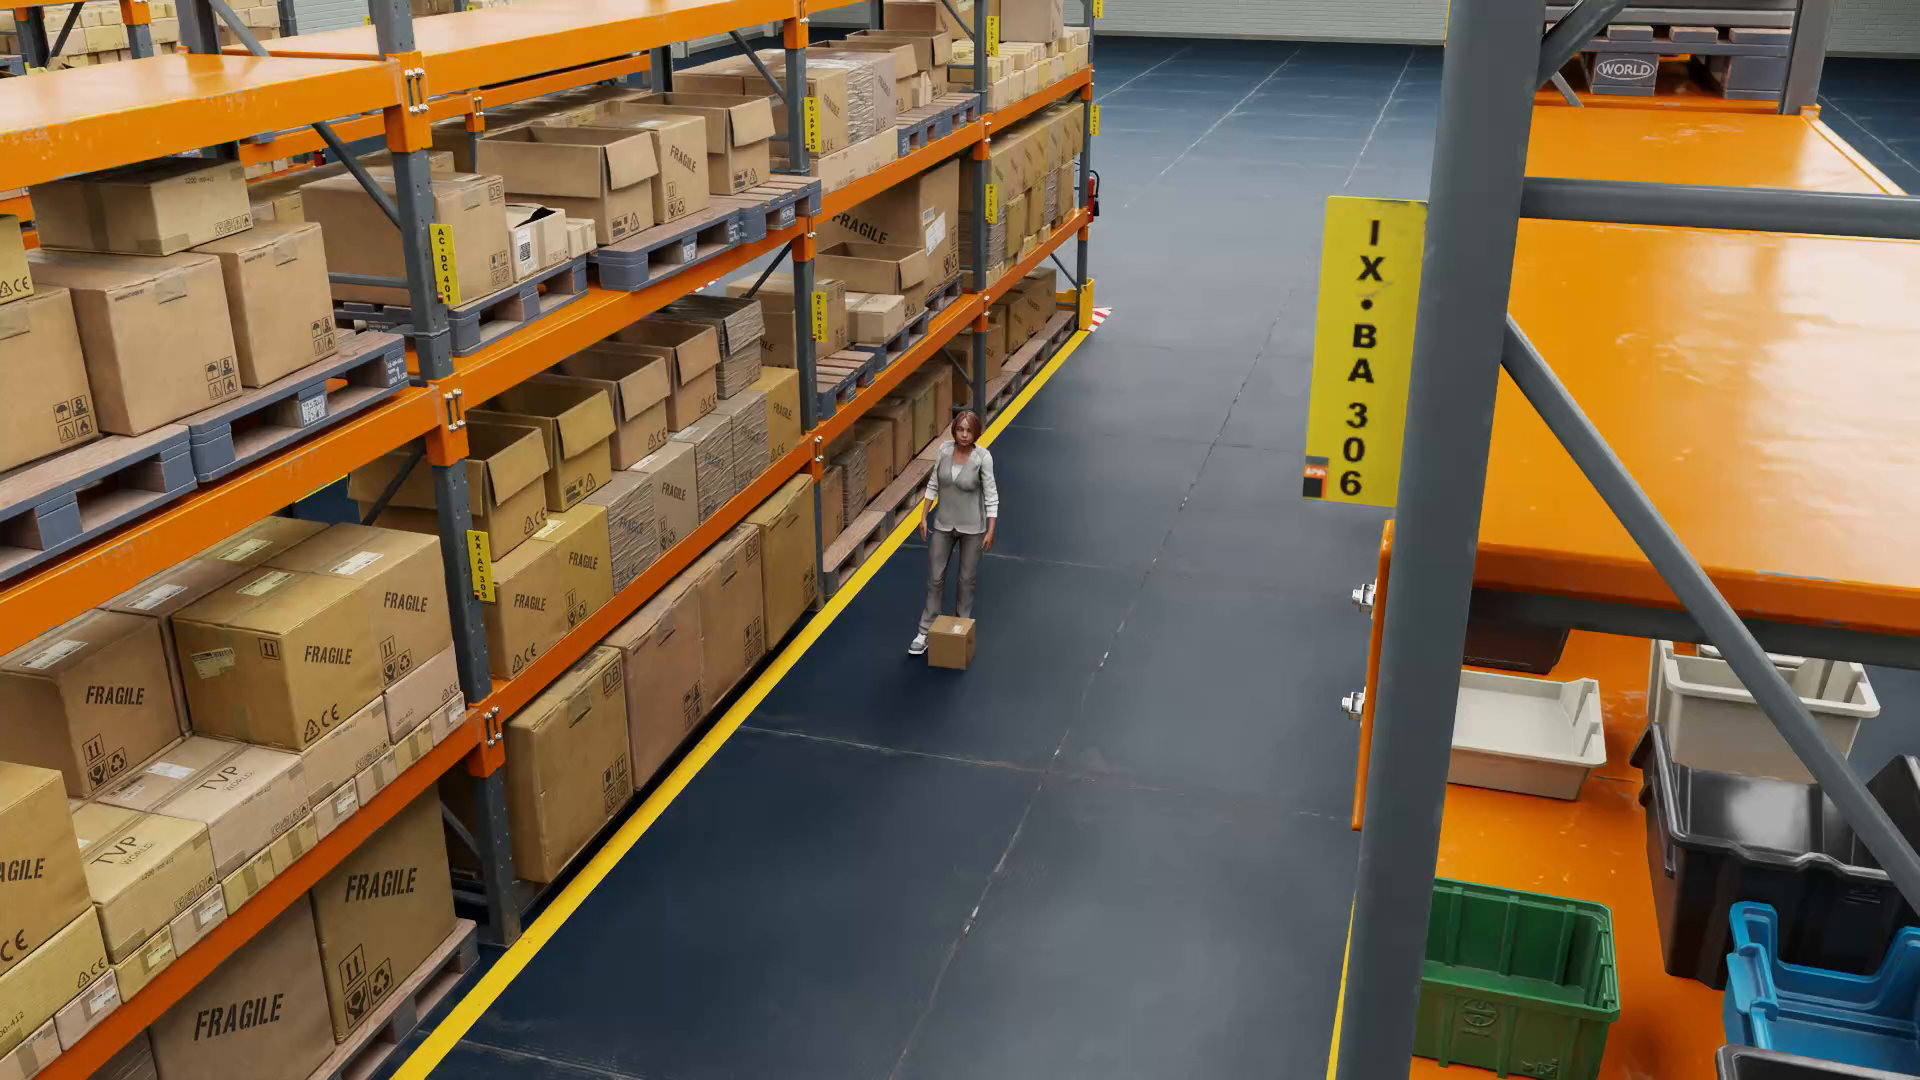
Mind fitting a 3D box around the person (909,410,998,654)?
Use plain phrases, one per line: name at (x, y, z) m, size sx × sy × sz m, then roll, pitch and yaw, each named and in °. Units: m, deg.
person at (-0.035, -0.040, 10.675) m, size 0.520 × 1.597 × 0.475 m, roll 7°, pitch 23°, yaw 16°
